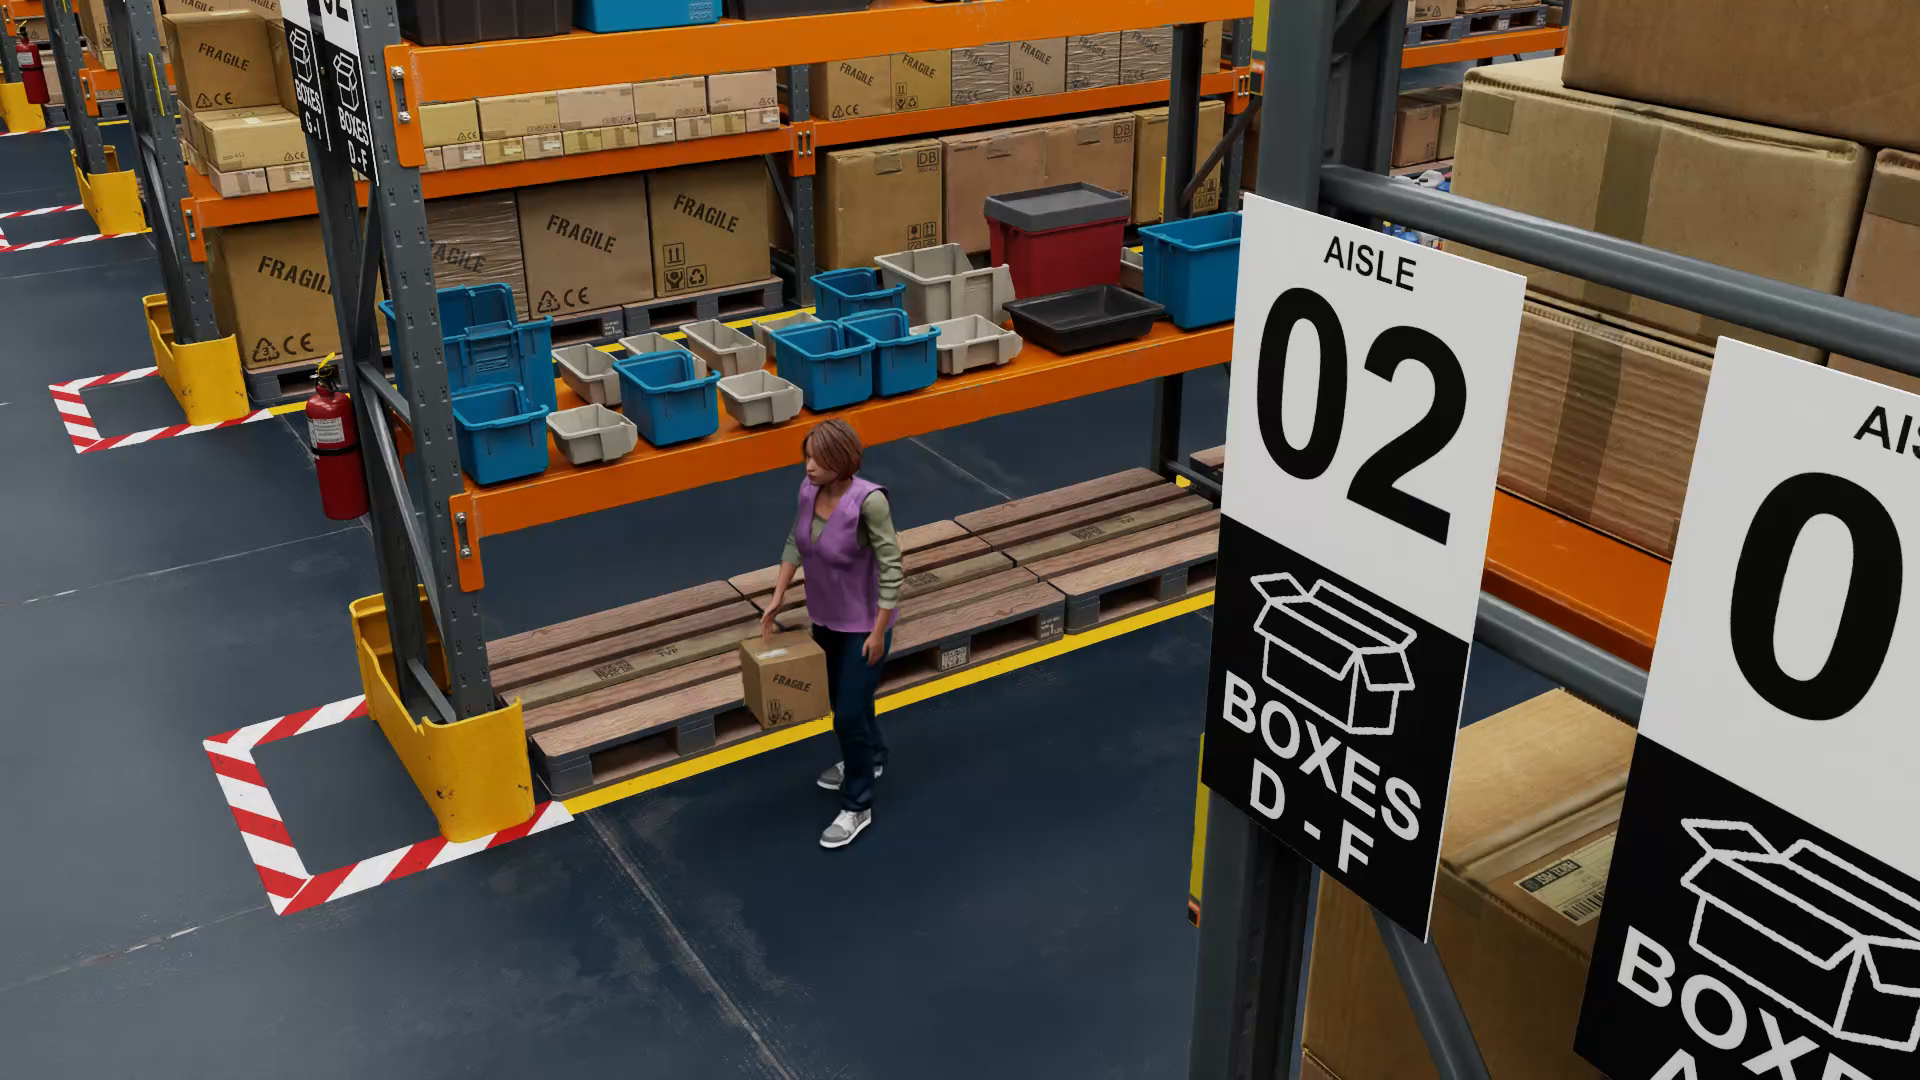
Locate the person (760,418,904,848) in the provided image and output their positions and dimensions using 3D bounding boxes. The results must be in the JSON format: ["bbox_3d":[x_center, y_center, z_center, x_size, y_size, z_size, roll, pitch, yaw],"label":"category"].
[{"bbox_3d":[-0.428,0.301,6.004,0.535,1.586,0.509,-23,34,-39],"label":"person"}]
